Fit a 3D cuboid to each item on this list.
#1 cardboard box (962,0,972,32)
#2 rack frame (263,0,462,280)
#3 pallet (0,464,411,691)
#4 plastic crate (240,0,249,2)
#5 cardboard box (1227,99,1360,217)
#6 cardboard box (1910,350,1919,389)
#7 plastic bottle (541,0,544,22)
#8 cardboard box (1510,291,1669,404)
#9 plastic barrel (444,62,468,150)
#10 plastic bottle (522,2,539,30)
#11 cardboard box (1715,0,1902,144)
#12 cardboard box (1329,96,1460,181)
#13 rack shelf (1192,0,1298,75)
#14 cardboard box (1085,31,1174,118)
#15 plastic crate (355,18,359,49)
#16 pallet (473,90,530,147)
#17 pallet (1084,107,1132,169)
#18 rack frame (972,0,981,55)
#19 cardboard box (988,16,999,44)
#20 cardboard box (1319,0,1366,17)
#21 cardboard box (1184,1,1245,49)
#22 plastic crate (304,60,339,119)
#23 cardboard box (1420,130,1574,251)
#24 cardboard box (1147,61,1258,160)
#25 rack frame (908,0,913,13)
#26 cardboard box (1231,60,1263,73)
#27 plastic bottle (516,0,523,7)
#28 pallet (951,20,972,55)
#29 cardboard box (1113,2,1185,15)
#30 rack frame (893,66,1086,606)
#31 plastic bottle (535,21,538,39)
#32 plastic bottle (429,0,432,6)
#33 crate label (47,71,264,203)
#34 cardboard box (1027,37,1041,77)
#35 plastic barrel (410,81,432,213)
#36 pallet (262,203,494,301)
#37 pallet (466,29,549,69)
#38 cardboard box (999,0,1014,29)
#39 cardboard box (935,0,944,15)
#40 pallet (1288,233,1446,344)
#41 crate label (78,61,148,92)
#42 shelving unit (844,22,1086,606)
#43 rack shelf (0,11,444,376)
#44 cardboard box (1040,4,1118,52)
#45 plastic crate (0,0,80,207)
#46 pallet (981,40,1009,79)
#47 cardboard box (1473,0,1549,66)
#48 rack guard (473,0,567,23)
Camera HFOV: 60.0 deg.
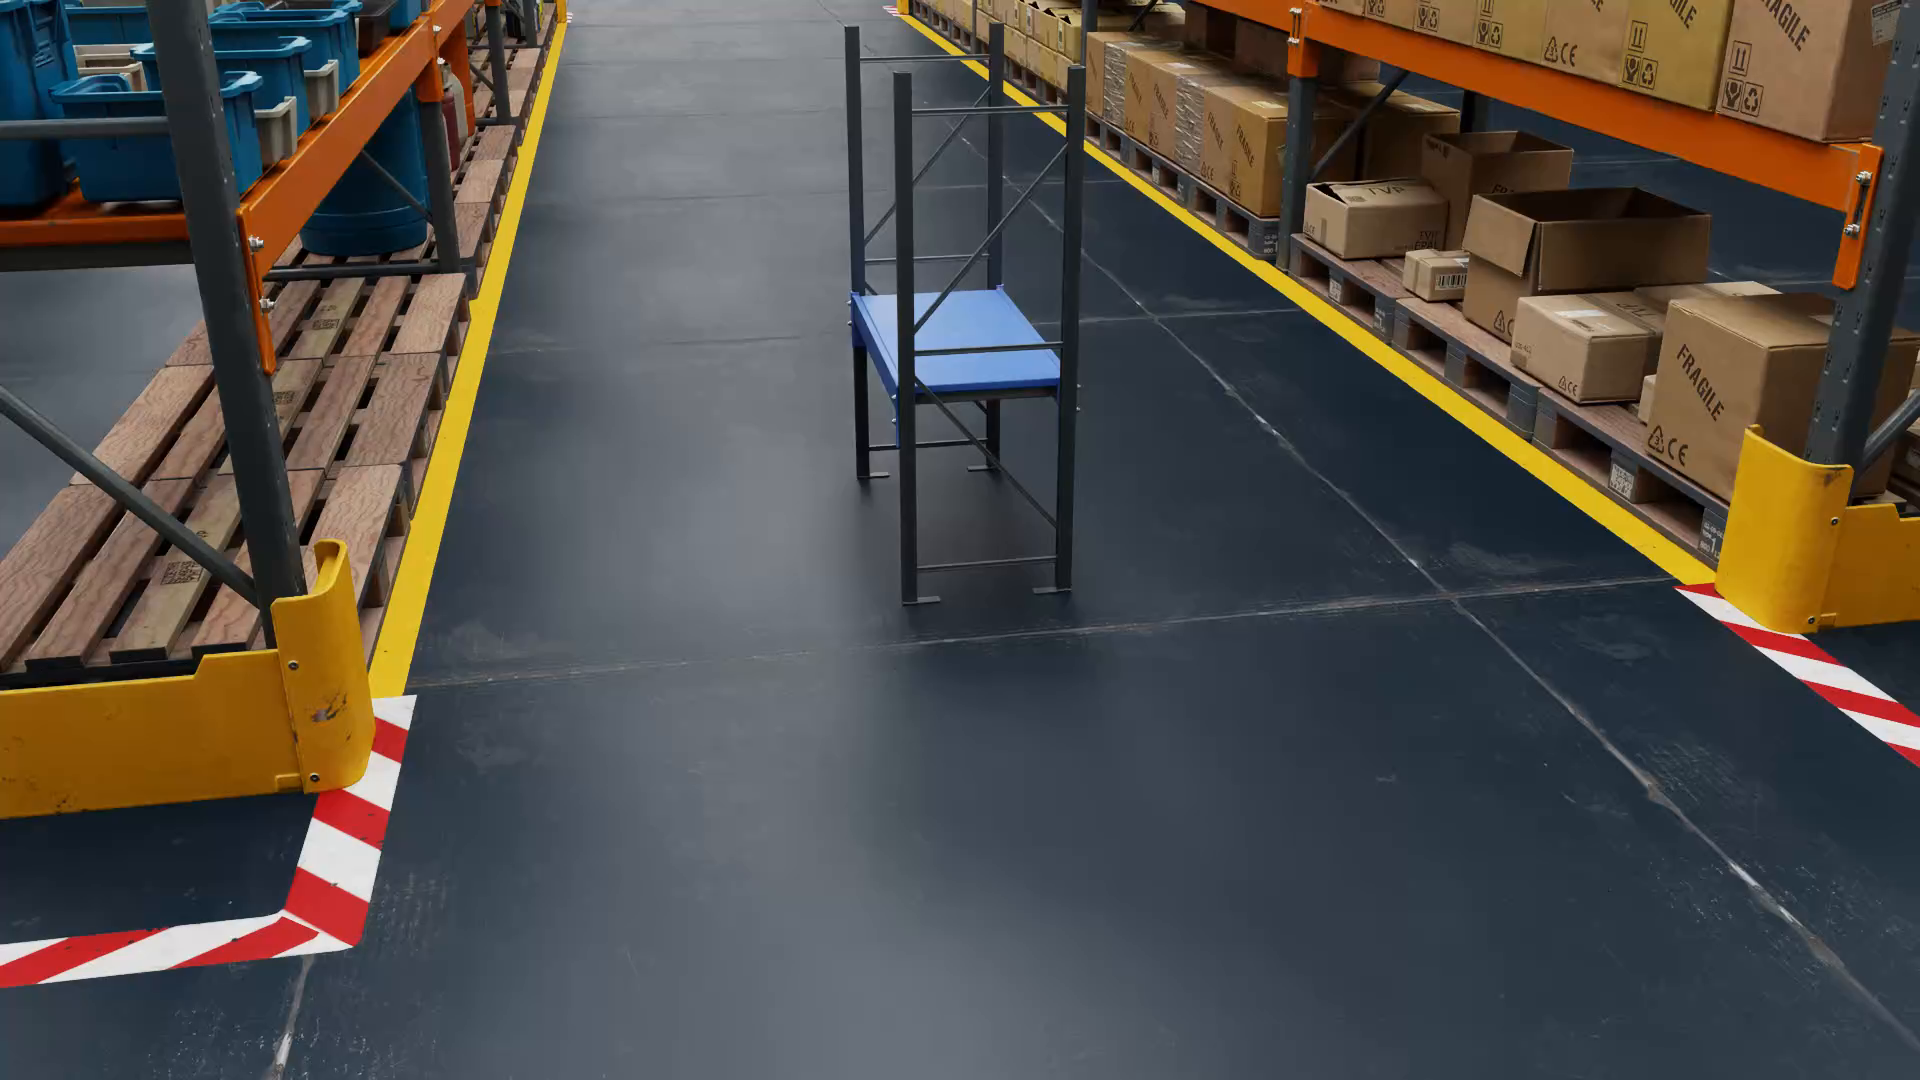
[{"bbox_3d":[0.315,-5.006,15.876,0.500,0.250,0.500,-4,24,-10],"label":"cardboard box"},{"bbox_3d":[-2.774,-2.396,6.988,1.000,3.000,0.127,-4,24,-10],"label":"rack frame"},{"bbox_3d":[-2.149,0.128,4.693,1.003,0.211,1.213,-4,24,-10],"label":"pallet"},{"bbox_3d":[-2.855,-2.083,6.117,0.402,0.464,0.583,-4,24,-10],"label":"plastic crate"},{"bbox_3d":[1.722,-1.990,8.632,0.500,0.500,0.500,-4,24,-10],"label":"cardboard box"},{"bbox_3d":[2.920,-0.561,5.672,0.500,0.250,0.500,-4,24,-10],"label":"cardboard box"},{"bbox_3d":[-4.177,-5.224,16.316,0.152,0.276,0.135,-5,24,-11],"label":"plastic bottle"},{"bbox_3d":[2.345,-0.701,5.993,0.500,0.250,0.500,-4,24,-10],"label":"cardboard box"},{"bbox_3d":[-3.214,-2.615,10.074,0.421,0.512,0.421,0,24,0],"label":"plastic barrel"},{"bbox_3d":[-3.995,-4.879,15.433,0.144,0.351,0.185,-4,24,-8],"label":"plastic bottle"},{"bbox_3d":[2.484,-1.390,4.559,0.500,0.500,0.500,-4,24,-8],"label":"cardboard box"},{"bbox_3d":[2.245,-2.026,8.714,0.500,0.500,0.500,-5,24,-12],"label":"cardboard box"},{"bbox_3d":[1.725,-3.218,9.770,1.077,0.370,4.000,-4,24,-10],"label":"rack shelf"},{"bbox_3d":[1.158,-3.190,11.381,0.500,0.500,0.500,-3,24,-7],"label":"cardboard box"},{"bbox_3d":[-2.157,-1.640,5.512,0.293,0.136,0.466,-4,24,-10],"label":"plastic crate"},{"bbox_3d":[-3.619,-2.999,11.853,1.003,0.211,1.213,-4,24,-10],"label":"pallet"},{"bbox_3d":[1.456,-2.760,11.306,1.003,0.211,1.213,-4,24,-10],"label":"pallet"},{"bbox_3d":[0.615,-5.908,15.029,1.000,3.000,0.127,-4,24,-10],"label":"rack frame"},{"bbox_3d":[0.540,-4.462,14.630,0.500,0.250,0.500,-4,24,-8],"label":"cardboard box"},{"bbox_3d":[1.921,-2.586,7.299,0.500,0.500,0.500,-4,24,-8],"label":"cardboard box"},{"bbox_3d":[1.773,-3.362,10.836,0.500,0.250,0.500,-3,24,-8],"label":"cardboard box"},{"bbox_3d":[-1.860,-1.250,4.619,0.250,0.136,0.298,-4,24,-10],"label":"plastic crate"},{"bbox_3d":[2.479,-1.614,7.772,0.500,0.500,0.500,-4,24,-10],"label":"cardboard box"},{"bbox_3d":[1.450,-2.582,9.988,0.500,0.500,0.500,-5,24,-12],"label":"cardboard box"},{"bbox_3d":[-0.124,-7.481,18.632,1.000,3.000,0.127,-4,24,-10],"label":"rack frame"},{"bbox_3d":[1.957,-2.631,10.099,0.500,0.500,0.500,-5,24,-12],"label":"cardboard box"},{"bbox_3d":[-4.249,-5.065,15.953,0.152,0.276,0.135,-4,24,-10],"label":"plastic bottle"},{"bbox_3d":[0.509,-4.946,16.311,1.003,0.211,1.213,-4,24,-10],"label":"pallet"},{"bbox_3d":[1.441,-3.958,12.774,0.500,0.311,0.500,-5,24,-11],"label":"cardboard box"},{"bbox_3d":[0.078,-0.521,4.569,0.500,1.500,0.032,-4,24,-10],"label":"rack frame"},{"bbox_3d":[-3.900,-4.660,15.118,0.097,0.201,0.097,0,24,0],"label":"plastic bottle"},{"bbox_3d":[-2.447,-2.571,7.534,0.061,0.283,0.133,-4,24,-10],"label":"plastic bottle"},{"bbox_3d":[-1.756,-0.895,3.686,0.416,0.233,0.303,-4,24,-10],"label":"crate label"},{"bbox_3d":[0.829,-3.856,13.243,0.500,0.250,0.500,-4,24,-9],"label":"cardboard box"},{"bbox_3d":[-2.989,-2.121,8.455,0.600,0.901,0.708,-4,24,-10],"label":"plastic barrel"},{"bbox_3d":[-2.876,-1.425,8.248,1.003,0.211,1.213,-4,24,-10],"label":"pallet"},{"bbox_3d":[-4.337,-4.532,15.363,1.003,0.211,1.213,-4,24,-10],"label":"pallet"},{"bbox_3d":[0.631,-4.515,14.051,0.500,0.311,0.500,-5,24,-11],"label":"cardboard box"},{"bbox_3d":[0.032,-5.596,17.226,0.500,0.250,0.500,-4,24,-10],"label":"cardboard box"},{"bbox_3d":[2.221,-1.213,7.764,1.003,0.211,1.213,-4,24,-10],"label":"pallet"},{"bbox_3d":[-2.478,-1.260,4.641,0.396,0.136,0.243,-4,24,-10],"label":"crate label"},{"bbox_3d":[-0.016,-0.721,5.027,0.538,1.500,1.048,-4,24,-10],"label":"shelving unit"},{"bbox_3d":[-2.404,-1.280,5.331,1.077,0.370,4.000,-4,24,-10],"label":"rack shelf"},{"bbox_3d":[0.914,-3.916,12.678,0.500,0.311,0.500,-5,24,-11],"label":"cardboard box"},{"bbox_3d":[-2.280,-0.984,3.637,0.616,0.435,0.499,-4,24,-10],"label":"plastic crate"},{"bbox_3d":[0.790,-4.343,14.930,1.003,0.211,1.213,-4,24,-10],"label":"pallet"},{"bbox_3d":[2.205,-1.988,5.930,0.500,0.500,0.500,-5,24,-10],"label":"cardboard box"},{"bbox_3d":[-4.933,-5.944,18.235,1.175,0.500,0.348,-4,24,-10],"label":"rack guard"}]
